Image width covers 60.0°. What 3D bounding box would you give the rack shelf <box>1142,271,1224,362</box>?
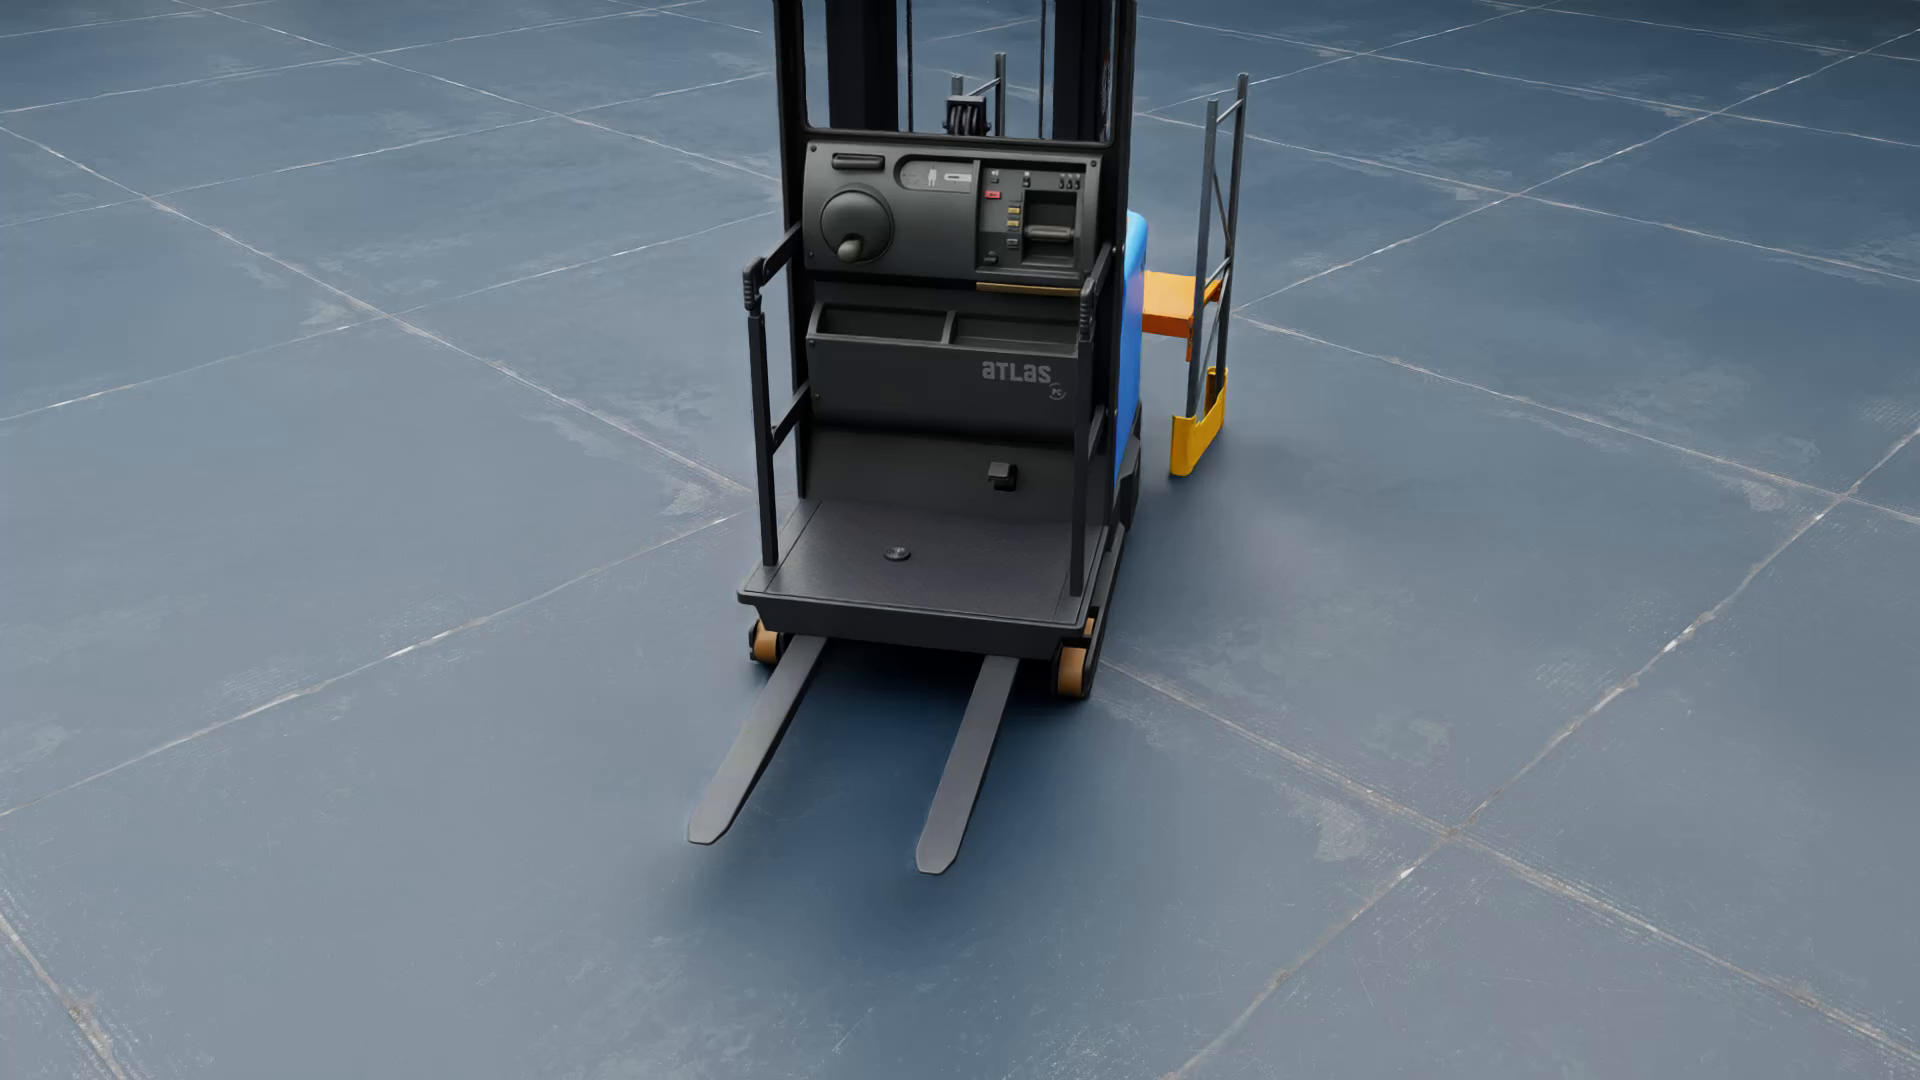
[{"bbox_3d":[0.548,-0.985,6.898,1.000,0.185,0.538,11,30,20],"label":"rack shelf"}]

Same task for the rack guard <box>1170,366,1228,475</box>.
[{"bbox_3d":[0.999,-0.503,6.938,0.087,0.250,0.587,11,30,20],"label":"rack guard"}]

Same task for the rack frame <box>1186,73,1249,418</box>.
[{"bbox_3d":[1.017,-1.053,6.640,0.032,1.500,0.500,11,30,20],"label":"rack frame"}]

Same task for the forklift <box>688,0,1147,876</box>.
[{"bbox_3d":[-0.072,-0.982,4.968,1.130,2.935,3.031,5,28,10],"label":"forklift"}]

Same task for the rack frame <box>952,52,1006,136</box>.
[{"bbox_3d":[0.079,-1.235,6.988,0.032,1.500,0.500,11,30,20],"label":"rack frame"}]

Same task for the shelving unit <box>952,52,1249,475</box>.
[{"bbox_3d":[0.540,-1.146,6.817,1.083,1.500,0.587,11,30,20],"label":"shelving unit"}]
